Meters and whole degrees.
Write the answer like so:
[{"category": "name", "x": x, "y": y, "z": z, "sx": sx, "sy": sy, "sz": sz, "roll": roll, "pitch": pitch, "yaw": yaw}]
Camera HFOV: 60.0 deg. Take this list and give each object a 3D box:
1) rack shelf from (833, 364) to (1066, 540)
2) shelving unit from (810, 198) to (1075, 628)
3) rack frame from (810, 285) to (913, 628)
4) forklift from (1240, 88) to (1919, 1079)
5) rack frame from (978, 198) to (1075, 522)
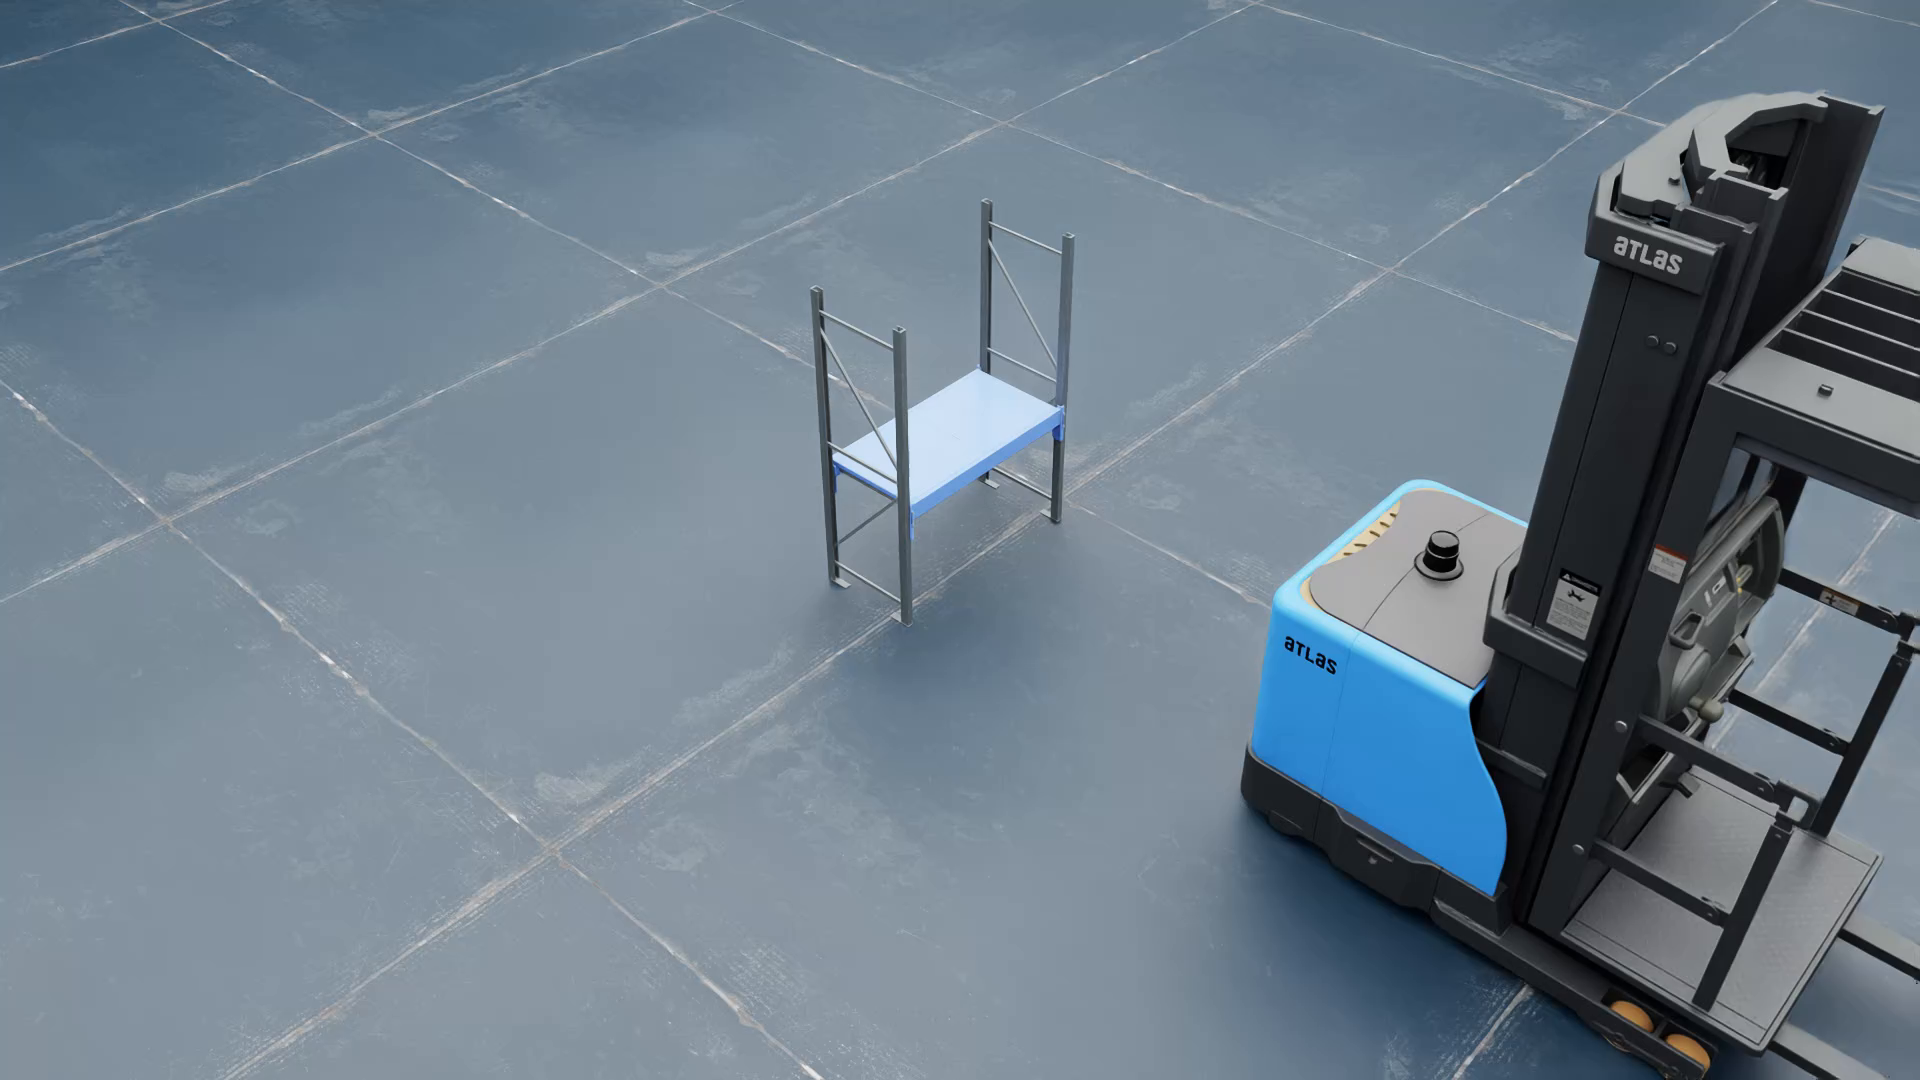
[{"category": "rack shelf", "x": -0.058, "y": -0.407, "z": 7.346, "sx": 0.538, "sy": 0.185, "sz": 1.000, "roll": 30, "pitch": 47, "yaw": 32}, {"category": "shelving unit", "x": -0.058, "y": -0.548, "z": 7.234, "sx": 0.538, "sy": 1.500, "sz": 1.048, "roll": 30, "pitch": 47, "yaw": 32}, {"category": "rack frame", "x": -0.400, "y": -0.314, "z": 6.940, "sx": 0.500, "sy": 1.500, "sz": 0.032, "roll": 30, "pitch": 47, "yaw": 32}, {"category": "forklift", "x": 2.508, "y": 0.279, "z": 5.044, "sx": 3.031, "sy": 2.935, "sz": 1.130, "roll": 30, "pitch": 47, "yaw": 32}, {"category": "rack frame", "x": 0.285, "y": -0.781, "z": 7.528, "sx": 0.500, "sy": 1.500, "sz": 0.032, "roll": 30, "pitch": 47, "yaw": 32}]
